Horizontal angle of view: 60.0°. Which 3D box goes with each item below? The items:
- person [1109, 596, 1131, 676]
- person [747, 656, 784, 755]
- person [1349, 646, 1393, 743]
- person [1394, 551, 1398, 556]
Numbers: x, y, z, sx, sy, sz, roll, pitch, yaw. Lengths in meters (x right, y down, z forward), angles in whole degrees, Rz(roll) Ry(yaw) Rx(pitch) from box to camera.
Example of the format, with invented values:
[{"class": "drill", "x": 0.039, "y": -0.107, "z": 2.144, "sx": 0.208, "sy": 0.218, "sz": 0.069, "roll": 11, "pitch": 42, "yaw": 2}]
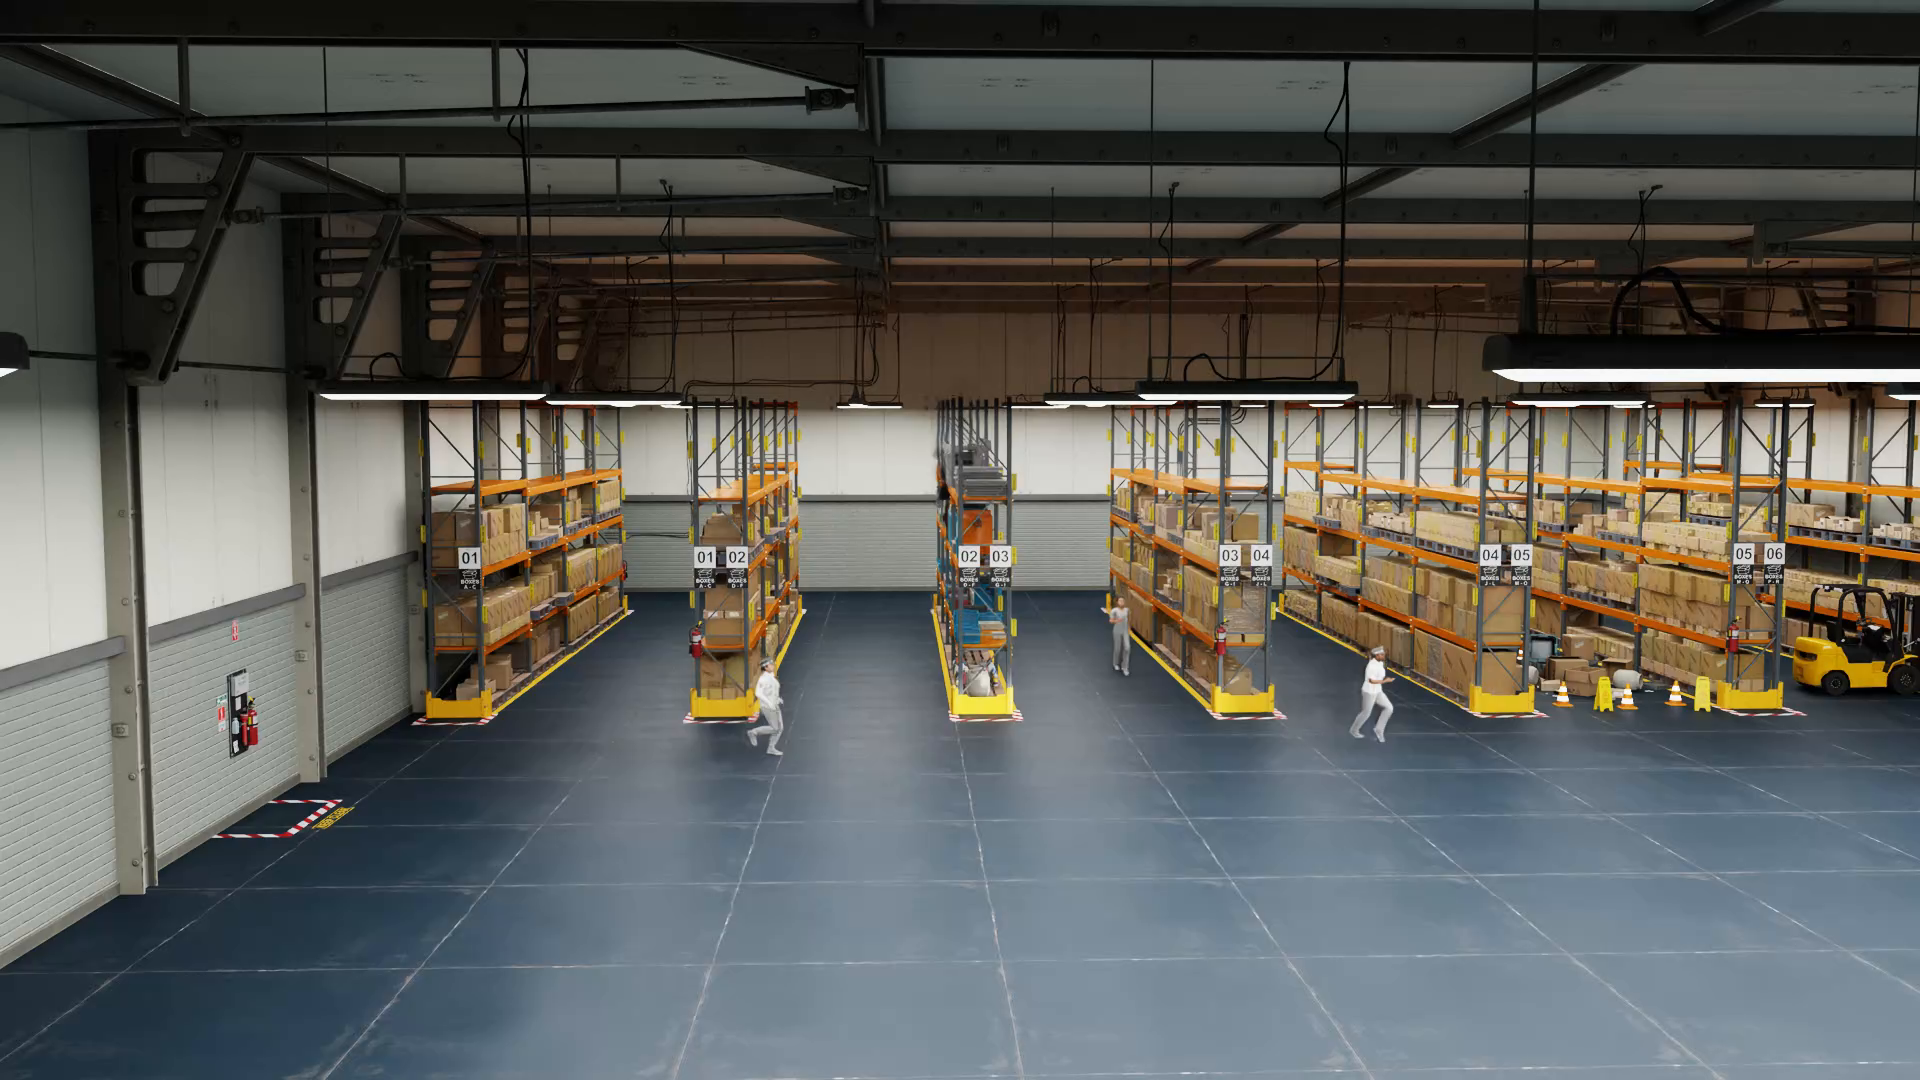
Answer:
[{"class": "person", "x": 3.508, "y": 2.069, "z": 36.378, "sx": 0.529, "sy": 1.714, "sz": 0.728, "roll": -1, "pitch": 4, "yaw": -8}, {"class": "person", "x": -3.234, "y": 2.762, "z": 27.758, "sx": 0.588, "sy": 1.660, "sz": 0.624, "roll": 1, "pitch": 5, "yaw": 13}, {"class": "person", "x": 7.147, "y": 2.661, "z": 28.822, "sx": 0.817, "sy": 1.704, "sz": 0.600, "roll": 3, "pitch": 5, "yaw": 36}, {"class": "person", "x": 12.995, "y": 1.092, "z": 49.118, "sx": 0.814, "sy": 1.636, "sz": 0.584, "roll": 0, "pitch": 4, "yaw": 3}]
